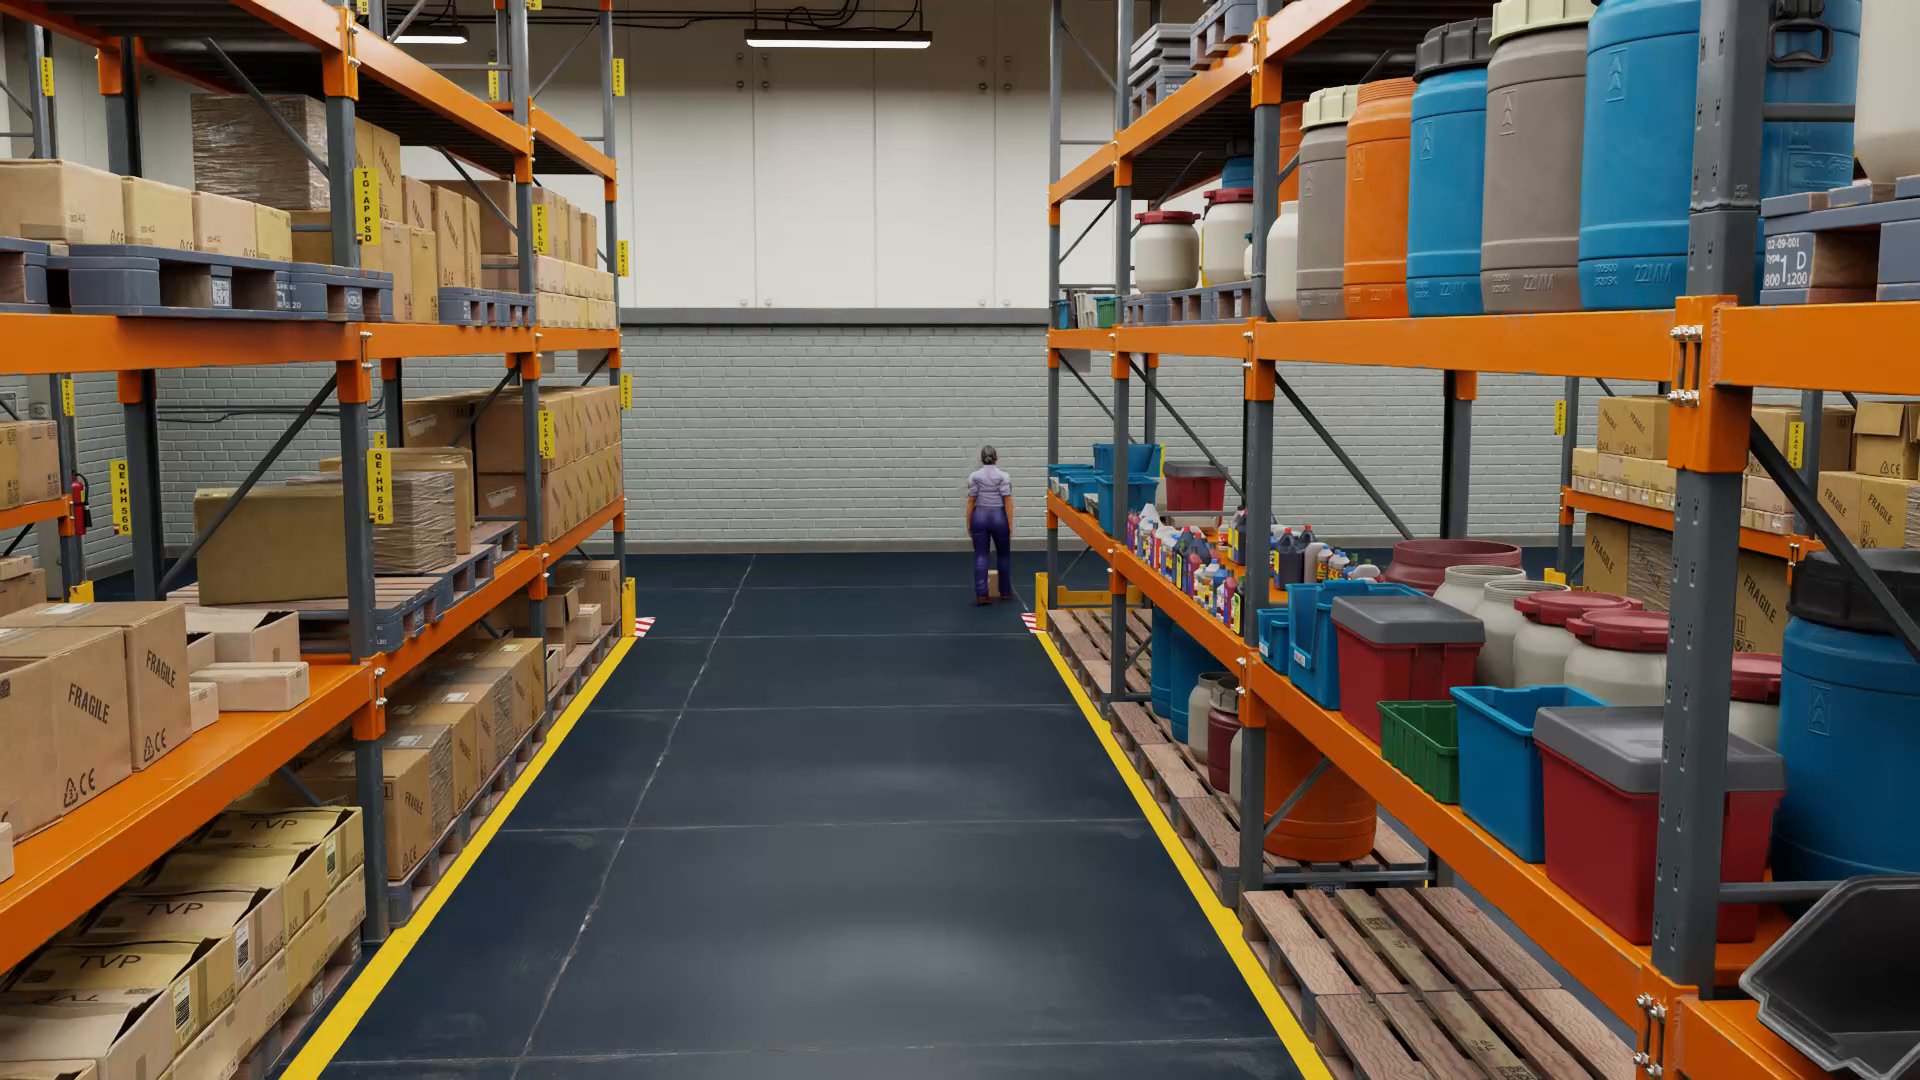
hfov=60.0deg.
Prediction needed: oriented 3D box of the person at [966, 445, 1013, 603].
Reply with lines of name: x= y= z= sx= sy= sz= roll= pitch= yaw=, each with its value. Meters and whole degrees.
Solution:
person: x=0.327 y=-0.179 z=17.260 sx=0.492 sy=1.630 sz=0.710 roll=1 pitch=7 yaw=9
